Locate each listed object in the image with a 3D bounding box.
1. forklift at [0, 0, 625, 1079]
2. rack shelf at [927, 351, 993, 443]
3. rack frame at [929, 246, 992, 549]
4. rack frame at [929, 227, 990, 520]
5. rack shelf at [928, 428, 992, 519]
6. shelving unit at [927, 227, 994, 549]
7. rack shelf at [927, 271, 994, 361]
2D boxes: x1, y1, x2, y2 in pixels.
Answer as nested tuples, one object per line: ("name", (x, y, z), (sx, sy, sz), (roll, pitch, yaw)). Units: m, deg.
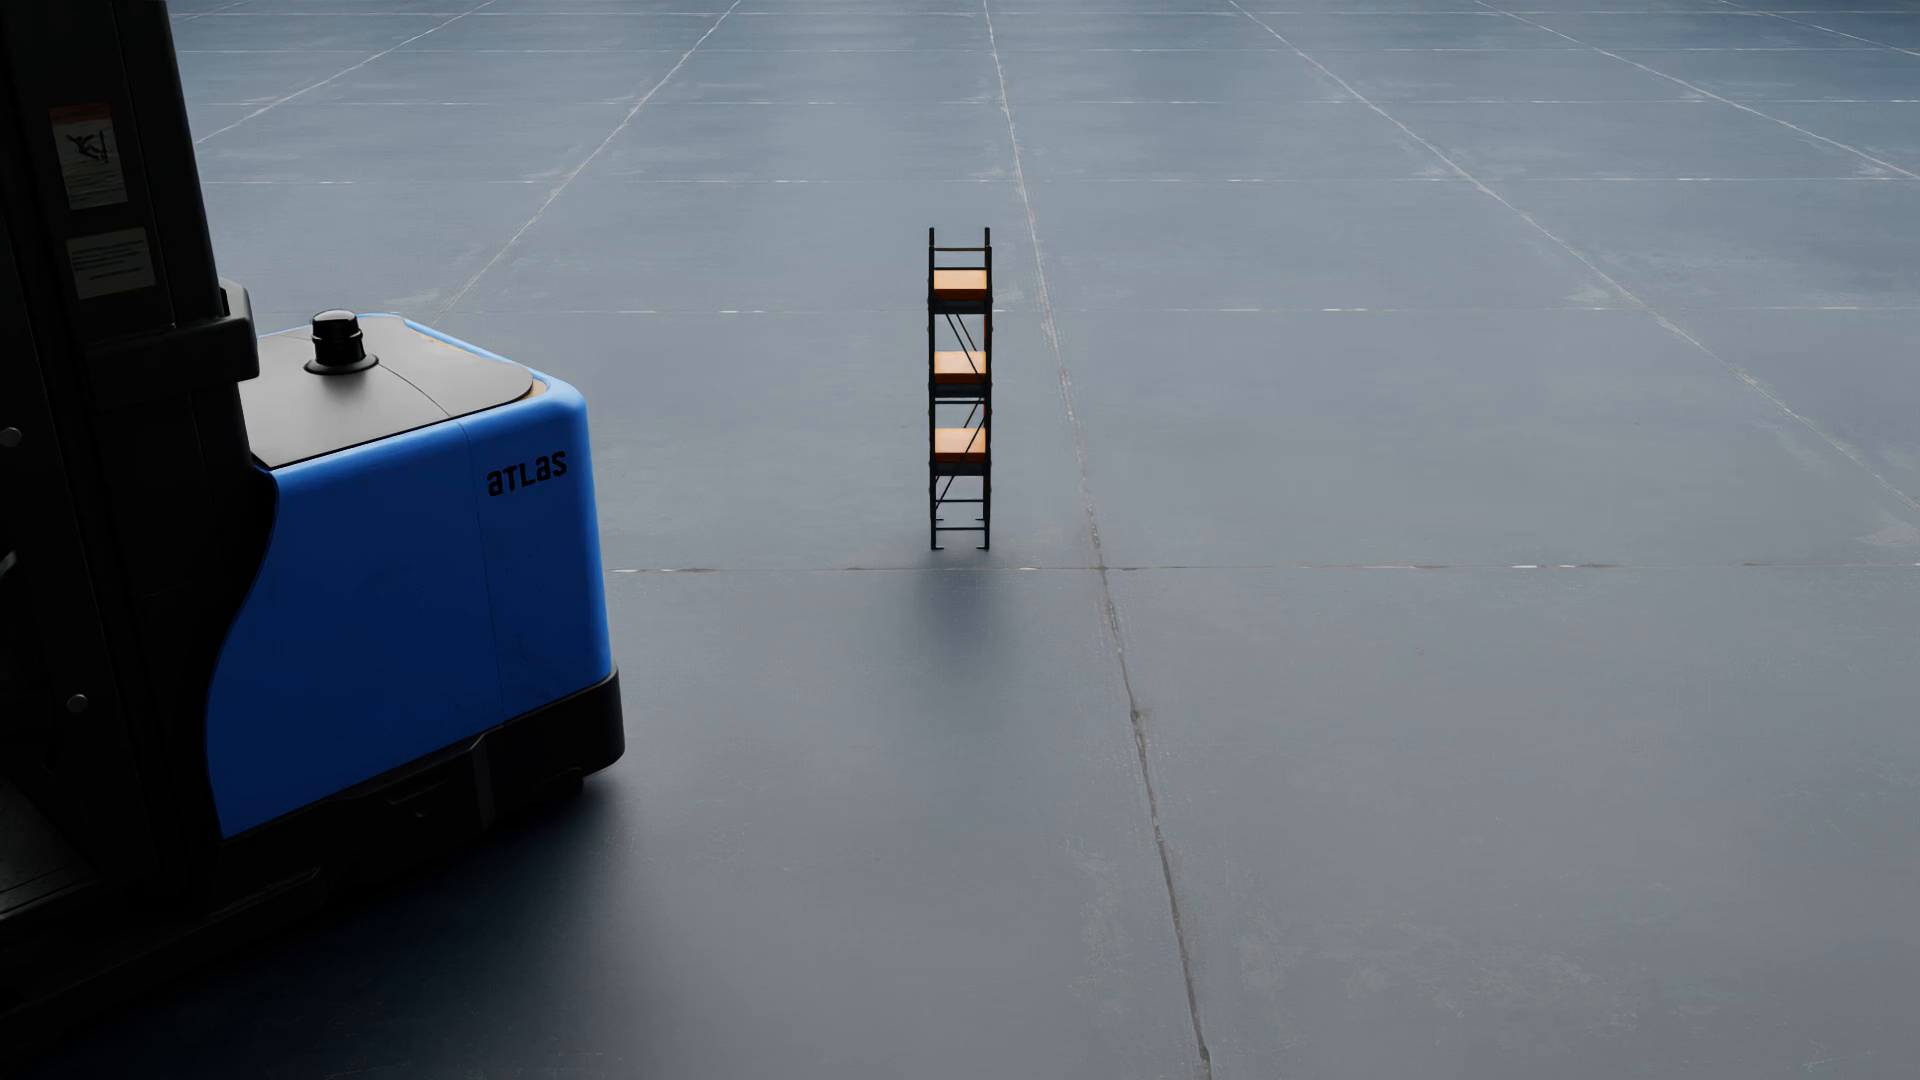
("forklift", (-2.264, -0.420, 3.122), (1.130, 2.935, 3.031), (22, 32, 39))
("rack shelf", (-0.001, -0.491, 5.587), (0.215, 0.259, 0.240), (0, 24, -1))
("rack frame", (0.001, -0.450, 5.471), (0.200, 1.050, 0.008), (0, 24, -1))
("rack frame", (-0.002, -0.551, 5.694), (0.200, 1.050, 0.008), (0, 24, -1))
("rack shelf", (-0.001, -0.238, 5.701), (0.215, 0.259, 0.240), (0, 24, -1))
("shelving unit", (-0.001, -0.500, 5.582), (0.215, 1.050, 0.252), (0, 24, -1))
("rack shelf", (-0.001, -0.749, 5.470), (0.215, 0.259, 0.240), (0, 24, -1))
